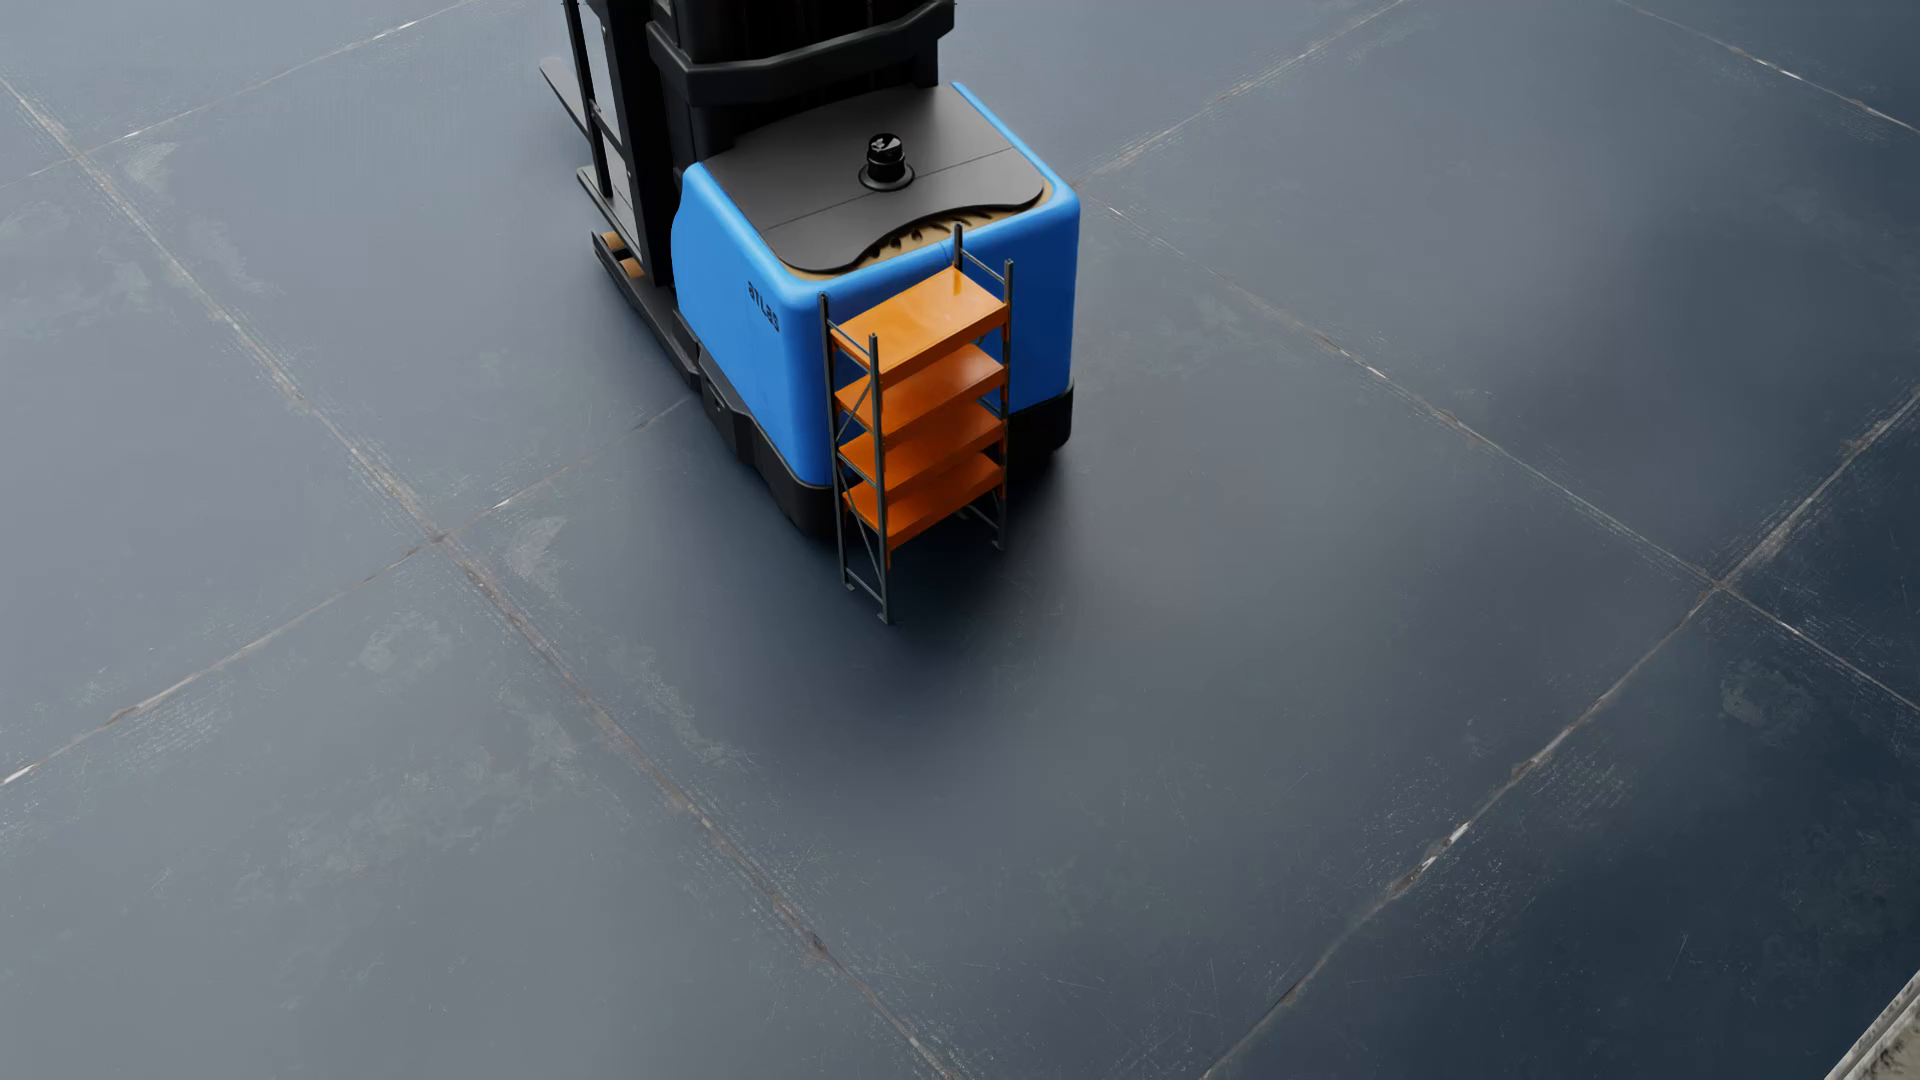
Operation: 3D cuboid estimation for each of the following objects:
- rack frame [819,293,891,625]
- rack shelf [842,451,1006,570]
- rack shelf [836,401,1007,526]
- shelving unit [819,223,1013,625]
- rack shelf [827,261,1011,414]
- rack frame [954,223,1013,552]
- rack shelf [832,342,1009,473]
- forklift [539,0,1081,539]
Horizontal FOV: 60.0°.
[{"bbox_3d":[-0.304,-0.204,4.951,0.015,1.200,0.240,-32,55,-26],"label":"rack frame"},{"bbox_3d":[-0.119,-0.140,5.254,0.480,0.148,0.258,-32,55,-26],"label":"rack shelf"},{"bbox_3d":[-0.119,-0.275,5.108,0.480,0.148,0.258,-32,55,-26],"label":"rack shelf"},{"bbox_3d":[-0.119,-0.320,5.058,0.503,1.200,0.258,-32,55,-26],"label":"shelving unit"},{"bbox_3d":[-0.119,-0.587,4.769,0.480,0.148,0.258,-32,55,-26],"label":"rack shelf"},{"bbox_3d":[0.067,-0.437,5.166,0.015,1.200,0.240,-32,55,-26],"label":"rack frame"},{"bbox_3d":[-0.119,-0.427,4.943,0.480,0.148,0.258,-32,55,-26],"label":"rack shelf"},{"bbox_3d":[-0.779,-2.075,5.499,1.130,2.935,3.031,-23,51,-20],"label":"forklift"}]
